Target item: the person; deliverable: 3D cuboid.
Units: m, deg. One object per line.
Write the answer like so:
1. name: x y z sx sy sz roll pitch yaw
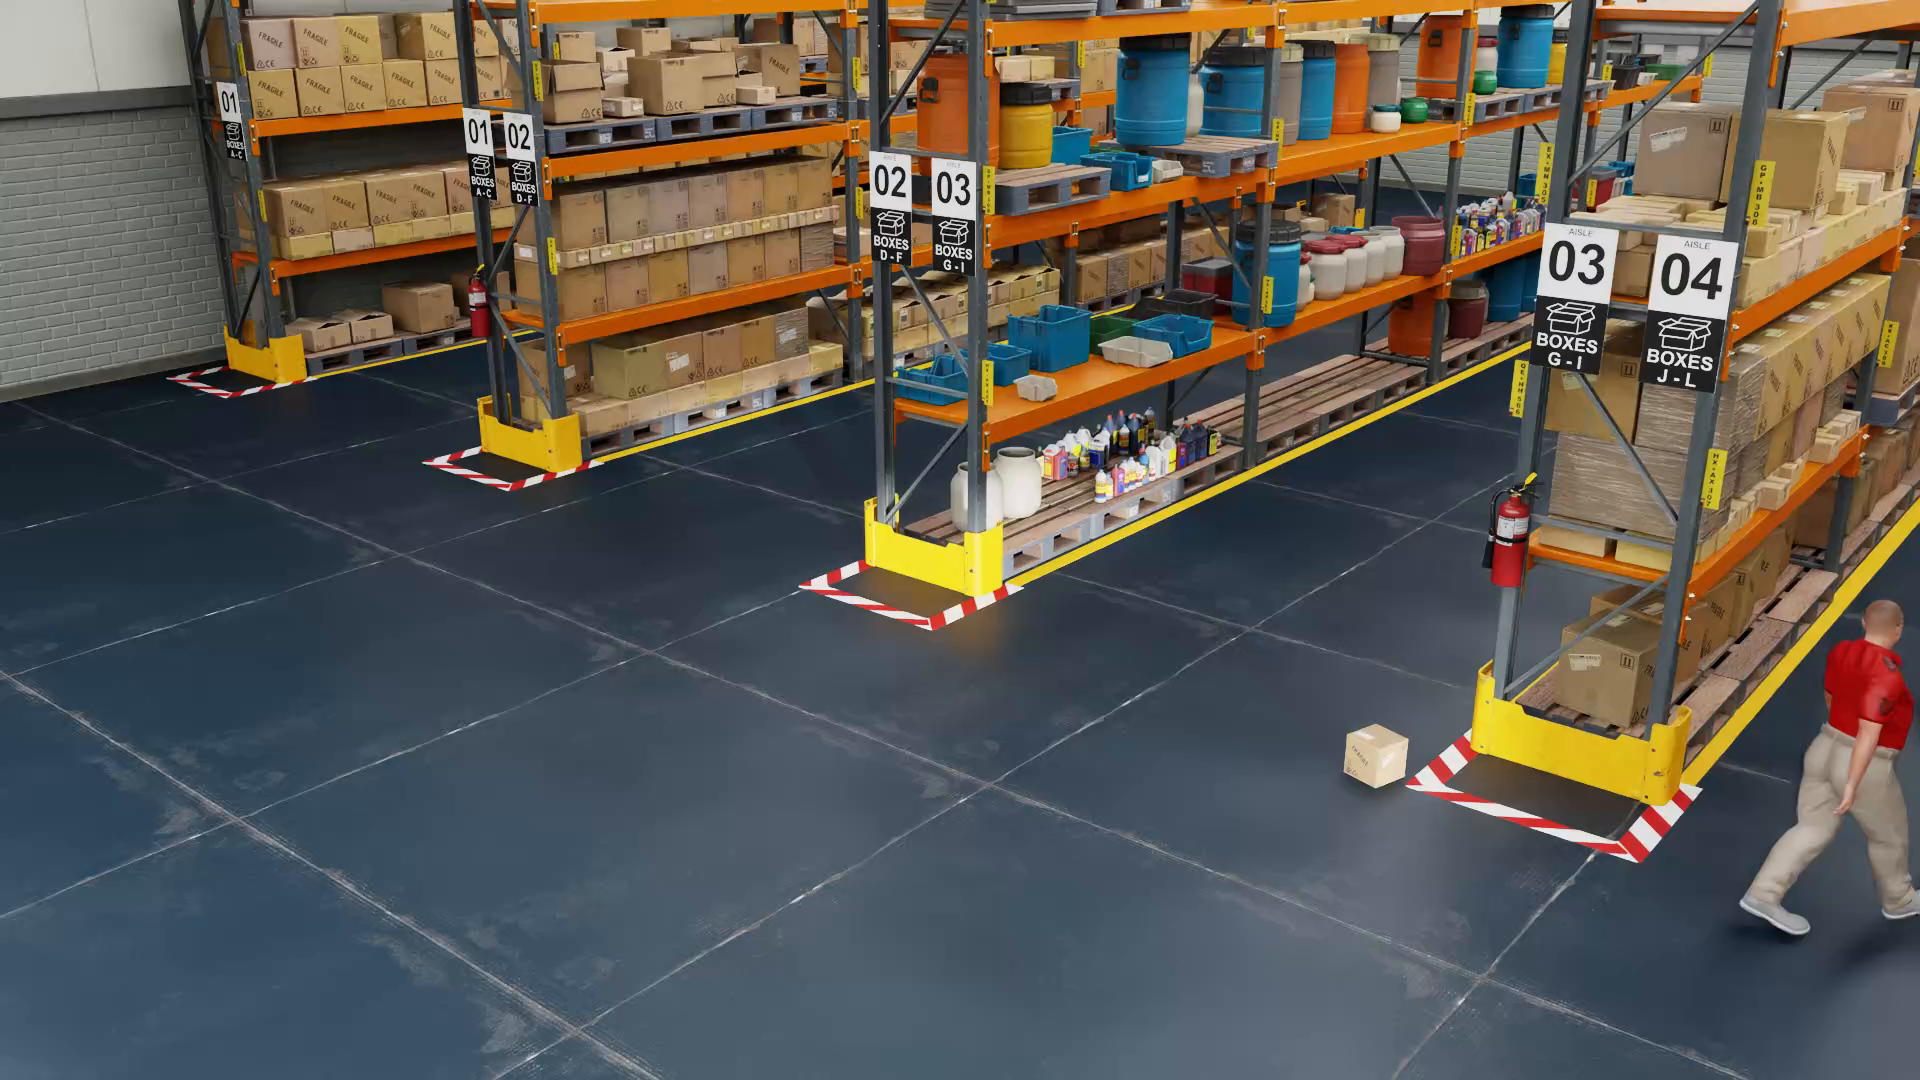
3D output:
1. person: 4.419 1.079 8.162 1.018 1.657 0.563 -3 20 -9
